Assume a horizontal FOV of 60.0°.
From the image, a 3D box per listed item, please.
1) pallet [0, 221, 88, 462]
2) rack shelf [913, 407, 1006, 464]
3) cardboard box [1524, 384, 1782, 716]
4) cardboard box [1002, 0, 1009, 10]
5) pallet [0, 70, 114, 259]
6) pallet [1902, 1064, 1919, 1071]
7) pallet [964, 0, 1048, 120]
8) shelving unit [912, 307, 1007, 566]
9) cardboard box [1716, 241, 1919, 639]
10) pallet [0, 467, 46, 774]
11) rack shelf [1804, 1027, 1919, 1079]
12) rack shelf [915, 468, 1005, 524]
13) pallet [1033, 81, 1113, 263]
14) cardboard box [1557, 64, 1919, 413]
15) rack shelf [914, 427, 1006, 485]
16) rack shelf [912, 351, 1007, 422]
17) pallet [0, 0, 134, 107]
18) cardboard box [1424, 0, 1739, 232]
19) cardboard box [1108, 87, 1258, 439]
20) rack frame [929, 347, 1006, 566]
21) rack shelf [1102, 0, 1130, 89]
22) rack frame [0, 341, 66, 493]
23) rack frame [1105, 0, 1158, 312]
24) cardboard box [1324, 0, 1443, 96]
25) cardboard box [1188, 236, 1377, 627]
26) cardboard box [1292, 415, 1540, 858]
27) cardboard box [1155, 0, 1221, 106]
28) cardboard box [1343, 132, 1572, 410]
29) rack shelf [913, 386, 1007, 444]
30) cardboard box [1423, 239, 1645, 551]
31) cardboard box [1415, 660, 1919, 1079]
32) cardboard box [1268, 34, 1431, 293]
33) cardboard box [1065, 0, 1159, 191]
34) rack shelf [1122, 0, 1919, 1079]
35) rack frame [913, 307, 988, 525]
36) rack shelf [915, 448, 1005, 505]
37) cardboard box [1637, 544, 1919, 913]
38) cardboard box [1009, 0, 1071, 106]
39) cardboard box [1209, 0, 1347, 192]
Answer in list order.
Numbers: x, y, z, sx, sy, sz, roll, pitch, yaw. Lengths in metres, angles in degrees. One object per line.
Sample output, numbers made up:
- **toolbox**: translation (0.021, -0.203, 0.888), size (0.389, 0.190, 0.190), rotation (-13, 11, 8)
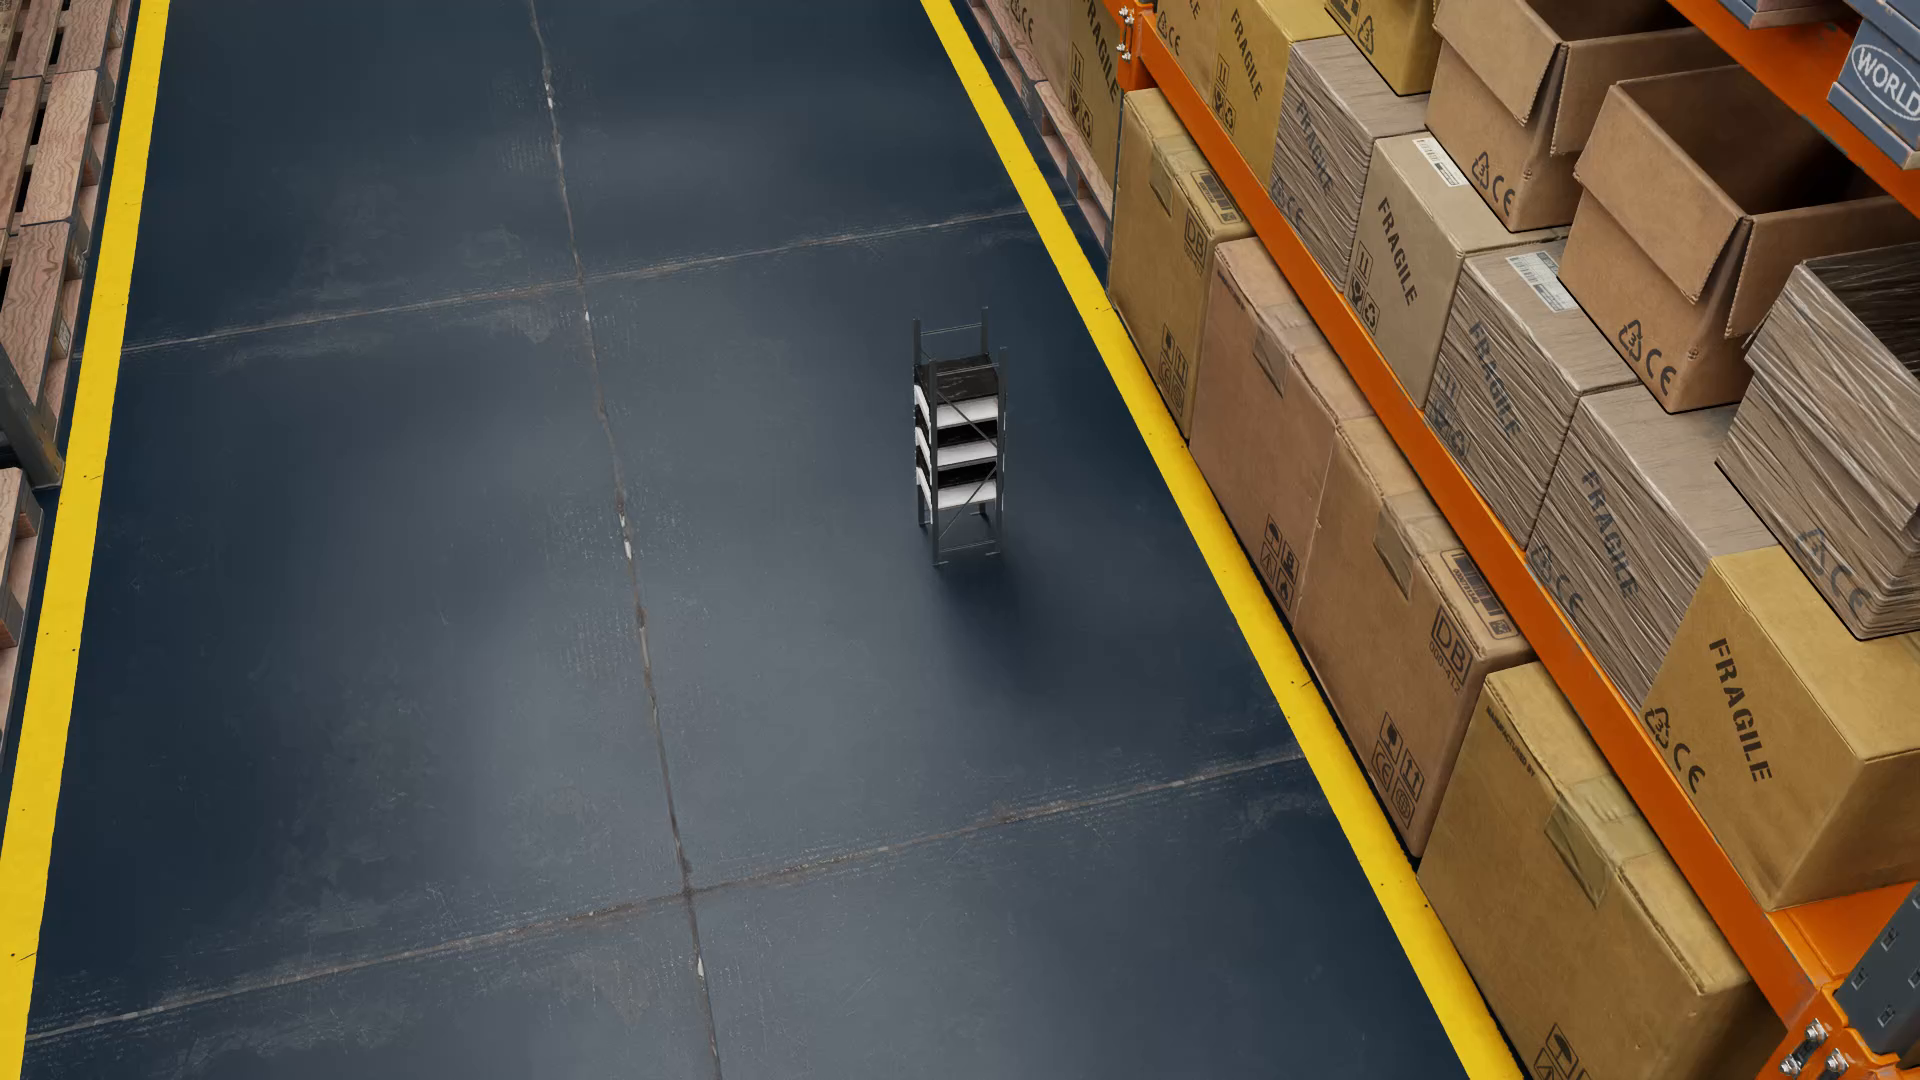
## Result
- **pallet**: translation (-3.929, -0.713, 6.301), size (1.003, 0.211, 1.213), rotation (-11, 47, -10)
- **rack shelf**: translation (-0.002, -0.360, 5.394), size (0.258, 0.077, 0.200), rotation (-11, 47, -10)
- **cardboard box**: translation (1.621, -0.008, 3.588), size (0.500, 0.500, 0.500), rotation (-11, 47, -11)
- **cardboard box**: translation (0.535, -3.204, 7.983), size (0.875, 0.875, 0.875), rotation (-11, 47, -10)
- **pallet**: translation (-4.244, -1.557, 7.128), size (1.003, 0.211, 1.213), rotation (-11, 47, -10)
- **pallet**: translation (1.980, 1.085, 4.538), size (1.003, 0.211, 1.213), rotation (-11, 47, -10)
- **pallet**: translation (0.650, -2.501, 8.053), size (1.003, 0.211, 1.213), rotation (-11, 47, -10)
- **shelving unit**: translation (-0.002, -0.321, 5.434), size (0.258, 0.900, 0.210), rotation (-11, 47, -10)
- **cardboard box**: translation (1.938, -0.226, 3.099), size (0.797, 0.503, 0.637), rotation (-9, 46, -9)
- **pallet**: translation (-3.546, 0.328, 5.281), size (1.003, 0.211, 1.213), rotation (-11, 47, -10)
- **rack shelf**: translation (2.621, 2.300, 1.899), size (1.077, 0.370, 4.000), rotation (-11, 47, -10)
- **rack shelf**: translation (-0.002, -0.171, 5.586), size (0.258, 0.077, 0.200), rotation (-11, 47, -10)
- **pallet**: translation (0.966, -1.657, 7.226), size (1.003, 0.211, 1.213), rotation (-11, 47, -10)
- **cardboard box**: translation (1.773, -0.677, 3.541), size (0.797, 0.503, 0.637), rotation (-10, 46, -9)
- **rack shelf**: translation (-0.002, -0.297, 5.458), size (0.258, 0.077, 0.200), rotation (-11, 47, -10)
- **rack shelf**: translation (-0.002, -0.486, 5.265), size (0.258, 0.077, 0.200), rotation (-11, 47, -10)
- **pallet**: translation (-4.553, -2.398, 7.952), size (1.003, 0.211, 1.213), rotation (-11, 47, -10)
- **cardboard box**: translation (1.595, -1.139, 3.993), size (0.797, 0.503, 0.637), rotation (-9, 46, -9)
- **cardboard box**: translation (1.268, -1.059, 5.881), size (1.225, 0.875, 0.875), rotation (-11, 47, -10)
- **rack frame**: translation (0.024, -0.250, 5.365), size (0.240, 0.900, 0.006), rotation (-11, 47, -10)
- **rack shelf**: translation (0.573, -3.223, 7.312), size (1.077, 0.370, 4.000), rotation (-11, 47, -10)
- **rack frame**: translation (-3.703, -1.188, 4.815), size (1.000, 3.000, 0.127), rotation (-11, 47, -10)
- **rack frame**: translation (1.085, -2.094, 5.702), size (1.000, 3.000, 0.127), rotation (-11, 47, -10)
- **cardboard box**: translation (1.421, -1.565, 4.411), size (0.797, 0.503, 0.637), rotation (-10, 46, -10)
- **cardboard box**: translation (1.498, -0.442, 5.277), size (1.225, 0.875, 0.875), rotation (-12, 47, -12)
- **cardboard box**: translation (1.732, 0.167, 4.680), size (1.225, 0.875, 0.875), rotation (-11, 47, -10)
- **cardboard box**: translation (0.961, -1.766, 5.310), size (0.500, 0.500, 0.500), rotation (-11, 47, -10)
- **cardboard box**: translation (1.356, -0.717, 4.283), size (0.500, 0.500, 0.500), rotation (-10, 46, -10)
- **rack shelf**: translation (-0.002, -0.423, 5.329), size (0.258, 0.077, 0.200), rotation (-11, 47, -10)
- **cardboard box**: translation (1.485, -0.366, 3.939), size (0.500, 0.500, 0.500), rotation (-12, 47, -12)
- **cardboard box**: translation (1.953, 0.784, 4.075), size (1.225, 0.875, 0.875), rotation (-13, 47, -12)
- **cardboard box**: translation (1.218, -1.073, 4.632), size (0.500, 0.500, 0.500), rotation (-12, 47, -11)
- **cardboard box**: translation (0.993, -1.968, 6.772), size (0.875, 0.875, 0.875), rotation (-11, 47, -10)
- **rack shelf**: translation (1.597, -0.461, 4.606), size (1.077, 0.370, 4.000), rotation (-11, 47, -10)
- **rack frame**: translation (-0.028, -0.391, 5.503), size (0.240, 0.900, 0.006), rotation (-11, 47, -10)
- **rack shelf**: translation (-0.002, -0.234, 5.522), size (0.258, 0.077, 0.200), rotation (-11, 47, -10)
- **cardboard box**: translation (1.743, 0.337, 3.249), size (0.500, 0.500, 0.500), rotation (-9, 46, -9)
- **cardboard box**: translation (0.763, -2.589, 7.381), size (0.875, 0.875, 0.875), rotation (-11, 47, -10)
- **cardboard box**: translation (1.091, -1.419, 4.970), size (0.500, 0.500, 0.500), rotation (-11, 47, -10)
